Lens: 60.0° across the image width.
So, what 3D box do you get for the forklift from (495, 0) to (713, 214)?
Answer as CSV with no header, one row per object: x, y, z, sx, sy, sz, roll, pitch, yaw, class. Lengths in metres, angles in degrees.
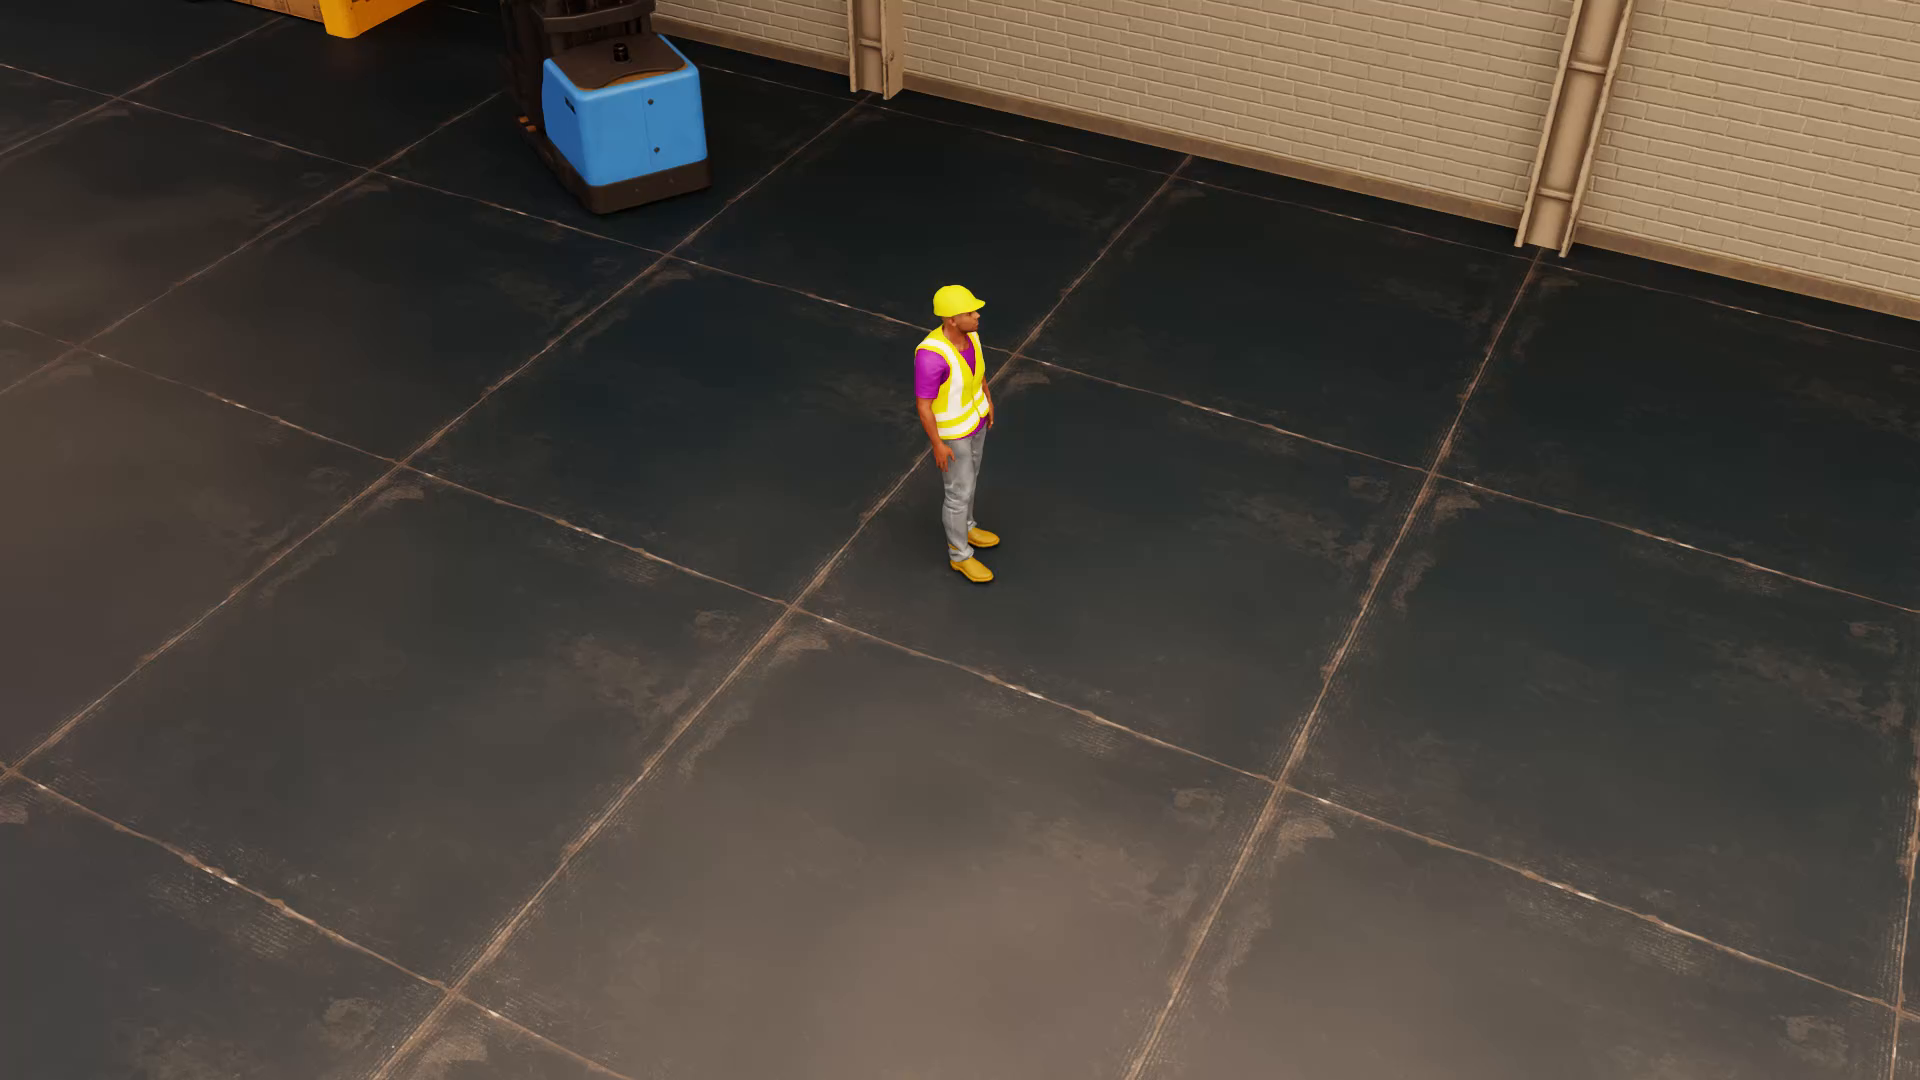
-3.199,-4.646,13.502,1.130,2.935,3.031,-20,44,-22,forklift

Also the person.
0.059,-0.655,9.662,0.577,1.759,0.665,18,43,21,person
